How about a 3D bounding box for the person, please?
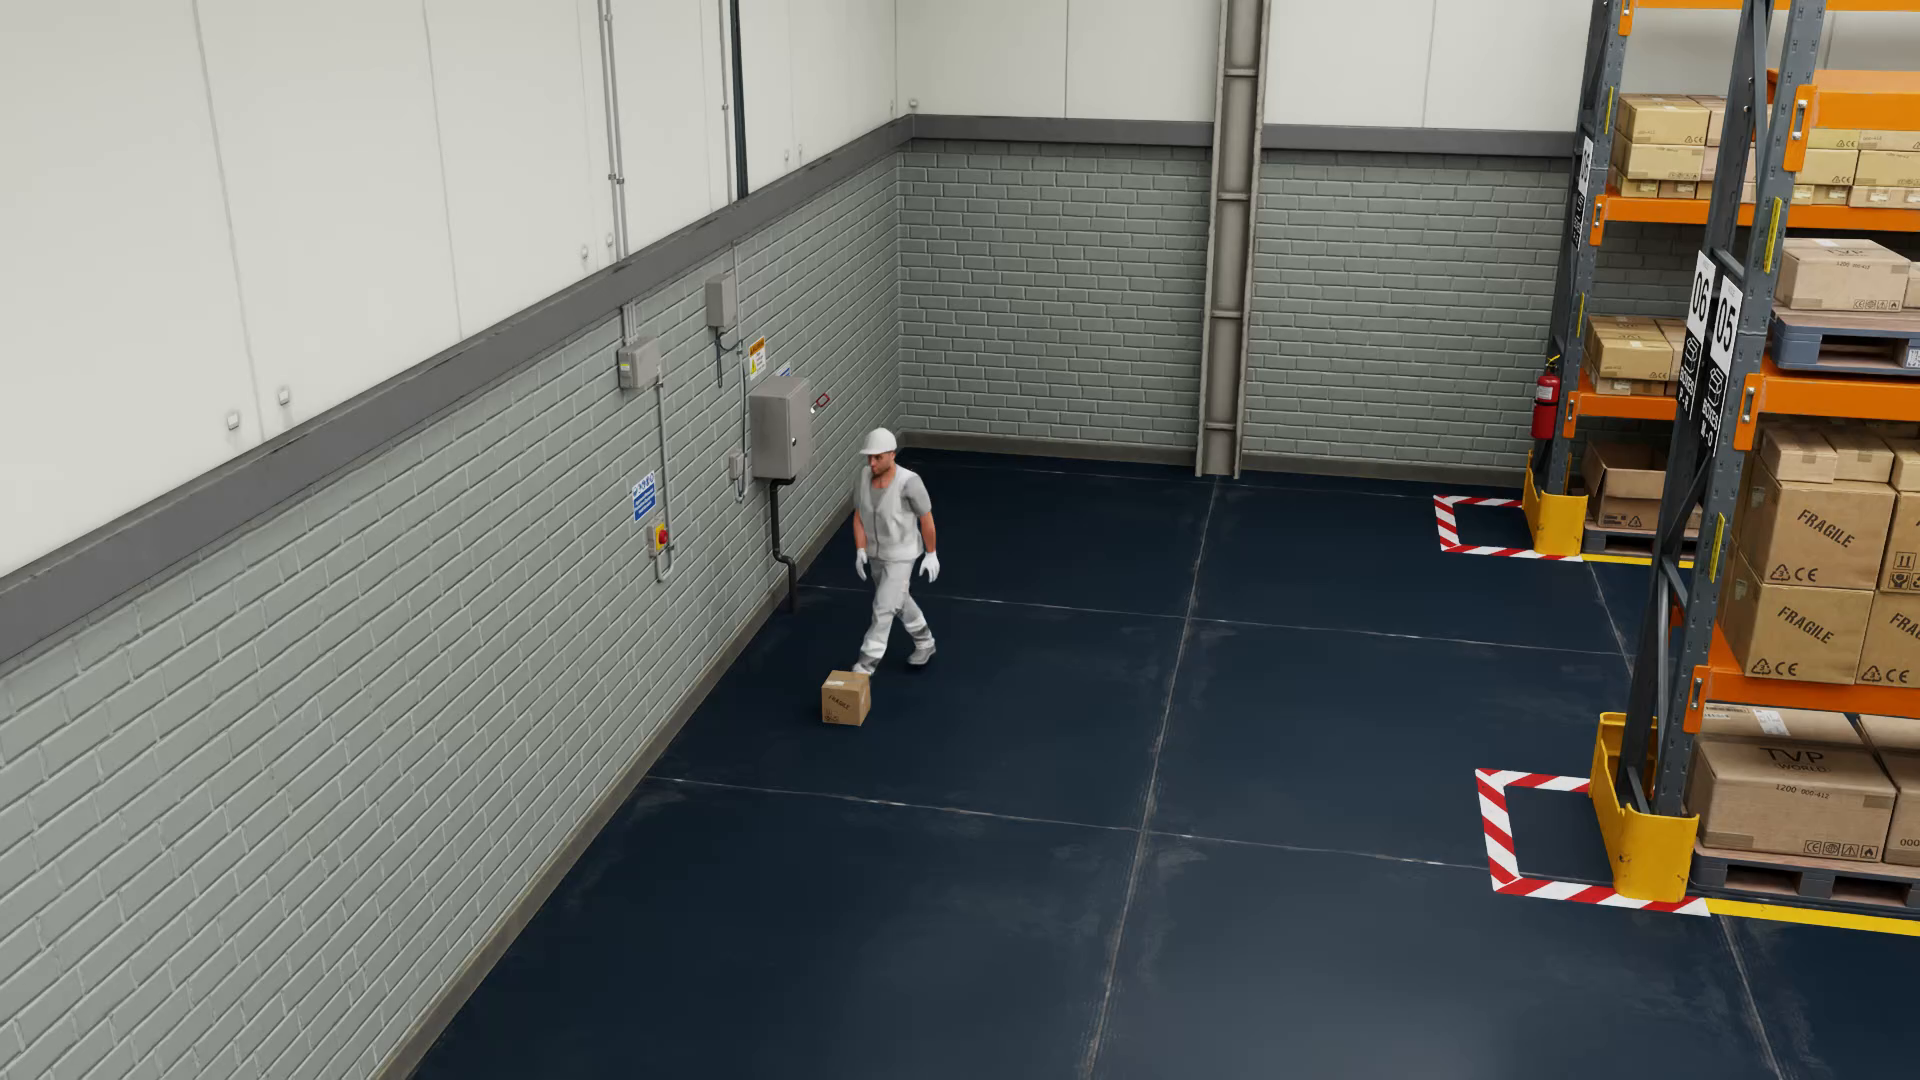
[{"bbox_3d":[-0.506,0.117,10.736,0.547,1.712,1.041,17,27,36],"label":"person"}]
